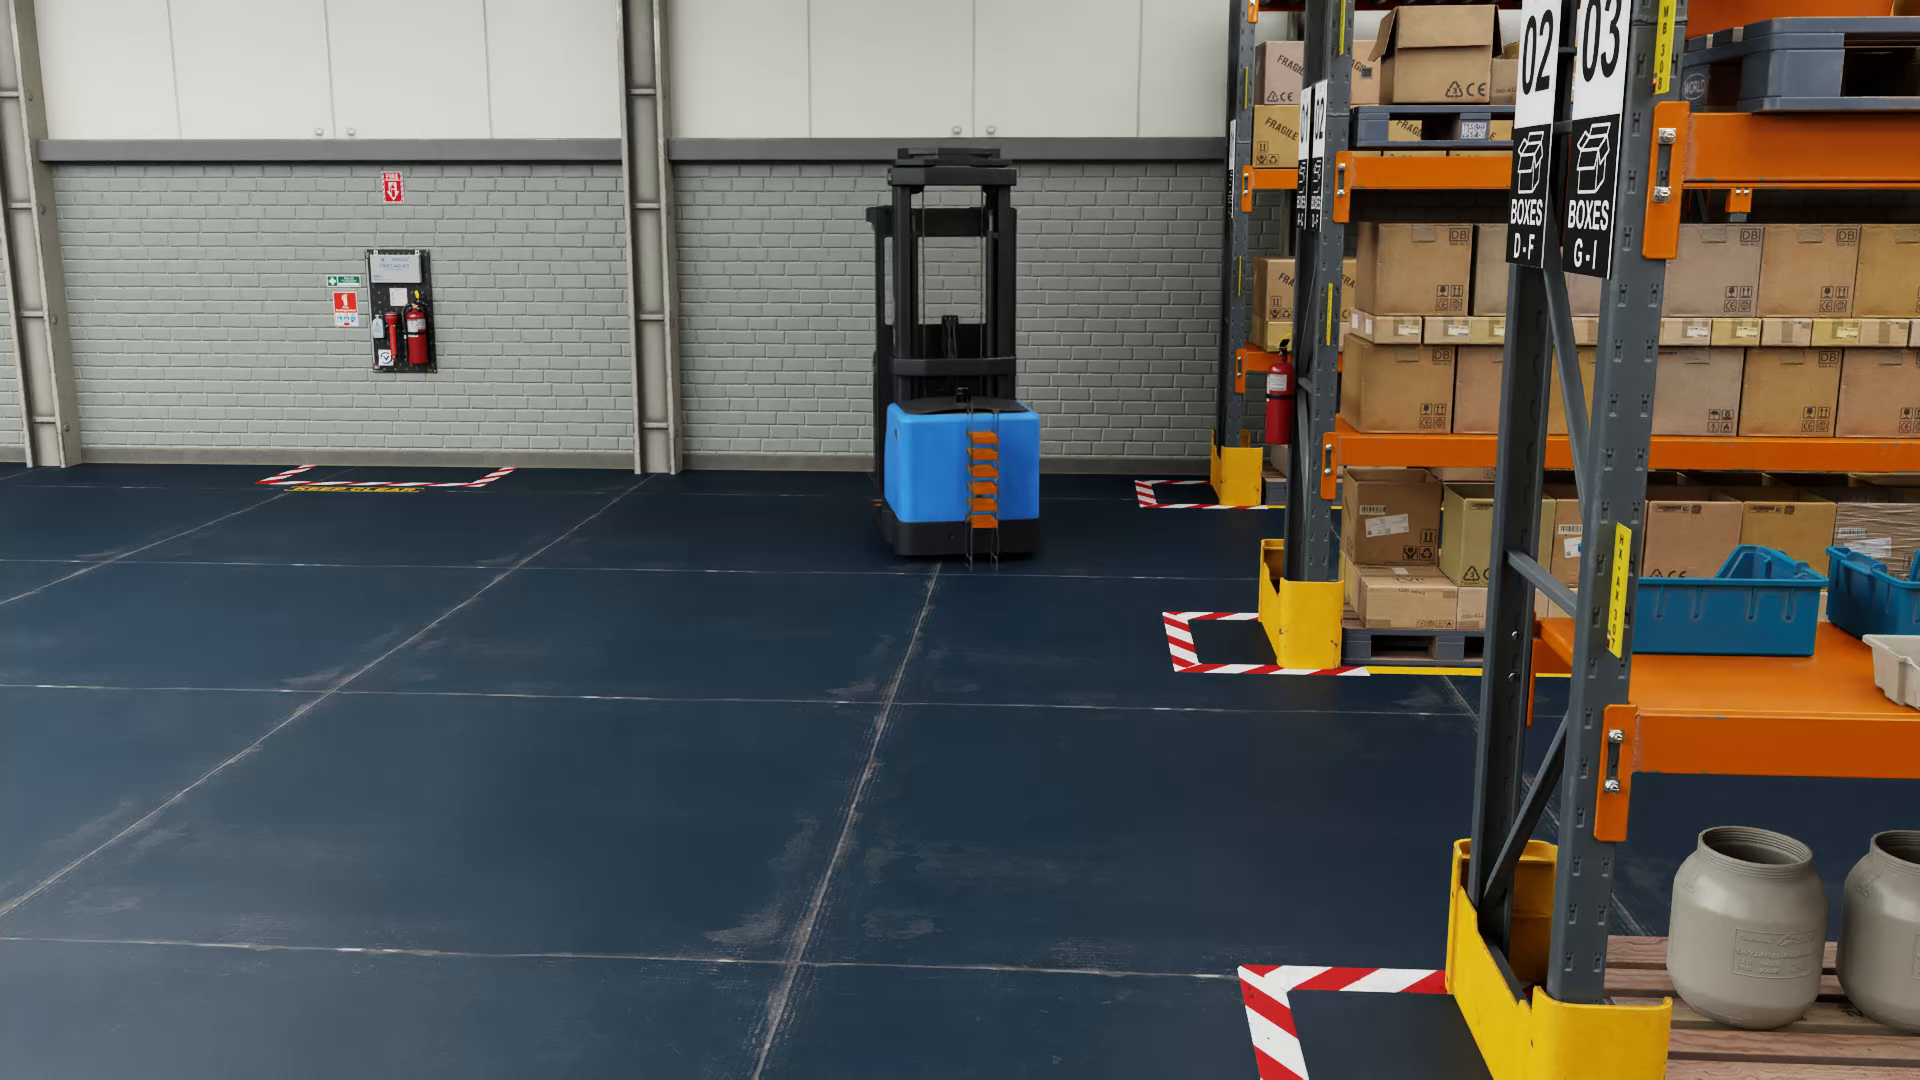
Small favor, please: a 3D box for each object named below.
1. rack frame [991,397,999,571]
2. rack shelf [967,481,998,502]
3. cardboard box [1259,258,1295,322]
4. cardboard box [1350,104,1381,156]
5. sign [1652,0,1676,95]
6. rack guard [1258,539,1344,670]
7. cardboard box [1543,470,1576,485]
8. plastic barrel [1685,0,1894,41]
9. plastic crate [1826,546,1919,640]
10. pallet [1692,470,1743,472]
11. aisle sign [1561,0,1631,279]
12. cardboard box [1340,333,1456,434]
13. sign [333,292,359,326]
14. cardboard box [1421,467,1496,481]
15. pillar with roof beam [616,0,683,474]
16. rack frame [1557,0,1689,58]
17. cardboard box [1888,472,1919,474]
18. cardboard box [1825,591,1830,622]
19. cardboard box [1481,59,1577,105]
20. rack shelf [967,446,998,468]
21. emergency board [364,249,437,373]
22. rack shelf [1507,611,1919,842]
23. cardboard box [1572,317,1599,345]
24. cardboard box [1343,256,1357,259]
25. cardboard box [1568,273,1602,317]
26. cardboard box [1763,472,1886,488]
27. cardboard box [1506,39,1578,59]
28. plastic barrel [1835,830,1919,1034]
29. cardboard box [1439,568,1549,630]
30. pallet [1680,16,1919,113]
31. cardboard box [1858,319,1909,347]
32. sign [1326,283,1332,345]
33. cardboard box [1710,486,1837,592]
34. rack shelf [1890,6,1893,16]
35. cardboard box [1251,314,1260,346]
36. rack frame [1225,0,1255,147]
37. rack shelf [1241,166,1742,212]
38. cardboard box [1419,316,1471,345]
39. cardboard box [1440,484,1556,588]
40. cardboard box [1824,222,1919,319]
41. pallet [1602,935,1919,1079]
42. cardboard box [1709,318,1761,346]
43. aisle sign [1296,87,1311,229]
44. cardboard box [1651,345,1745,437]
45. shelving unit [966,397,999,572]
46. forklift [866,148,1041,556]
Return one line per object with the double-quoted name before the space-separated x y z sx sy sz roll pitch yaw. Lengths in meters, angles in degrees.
"rack frame" 0.245 -0.393 11.698 0.006 1.200 0.240 -2 13 -9
"rack shelf" 0.155 -0.347 11.694 0.180 0.103 0.258 -2 13 -9
"cardboard box" 2.810 -2.111 14.018 0.500 0.500 0.500 1 12 4
"cardboard box" 3.204 -3.332 13.751 0.500 0.500 0.500 2 12 8
"sign" 1.650 -1.212 3.886 0.005 0.325 0.100 1 12 4
"rack guard" 2.002 0.360 9.826 0.348 0.500 1.175 1 12 4
"cardboard box" 3.580 -0.133 9.934 0.500 0.500 0.500 1 12 4
"plastic barrel" 2.185 -1.755 4.429 0.708 0.830 0.600 1 12 4
"plastic crate" 2.858 0.177 4.958 0.408 0.251 0.499 1 12 4
"pallet" 7.121 -0.445 14.381 1.213 0.211 1.003 1 12 4
"aisle sign" 1.600 -1.065 4.183 0.004 0.787 0.394 1 12 4
"cardboard box" 2.491 -0.903 9.515 0.500 0.500 0.700 1 12 4
"sign" -5.885 -2.212 15.930 0.234 0.329 0.001 1 12 4
"cardboard box" 4.335 -0.811 14.350 0.500 0.500 0.700 0 12 0
"pillar with roof beam" -3.165 -4.181 10.779 0.400 9.000 9.100 1 12 4
"rack frame" 1.691 -2.788 4.117 0.127 3.000 1.000 1 12 4
"cardboard box" 8.105 -0.794 14.266 0.500 0.500 0.700 1 12 4
"cardboard box" 5.042 0.361 9.404 0.500 0.250 0.500 1 12 4
"cardboard box" 3.193 -2.570 9.401 0.500 0.250 0.500 1 12 4
"rack shelf" 0.156 -0.580 11.639 0.180 0.103 0.258 -2 13 -9
"emergency board" -5.340 -2.166 15.797 0.643 1.169 0.194 1 12 4
"rack shelf" 3.687 0.528 4.674 4.000 0.370 1.077 1 12 4
"cardboard box" 3.433 -1.166 9.190 0.250 0.149 0.380 0 12 2
"cardboard box" 3.340 -2.207 14.477 0.500 0.500 0.500 1 12 5
"cardboard box" 3.572 -1.525 9.317 0.500 0.500 0.700 1 12 4
"cardboard box" 5.076 -0.111 9.829 0.500 0.500 0.500 1 12 4
"cardboard box" 4.757 -3.799 13.540 0.500 0.500 0.500 0 12 2
"plastic barrel" 2.853 1.161 4.941 0.421 0.512 0.421 0 12 0
"cardboard box" 3.045 0.336 9.525 0.500 0.250 0.500 1 12 4
"pallet" 2.510 -1.196 4.293 1.213 0.211 1.003 1 12 4
"cardboard box" 4.961 -1.145 9.087 0.250 0.149 0.380 1 12 4
"sign" 1.983 -1.212 8.930 0.005 0.325 0.100 1 12 4
"cardboard box" 4.543 -0.012 9.358 0.500 0.500 0.500 1 12 4
"rack shelf" 8.340 -4.182 13.514 4.000 0.370 1.077 1 12 4
"cardboard box" 2.833 -1.845 14.578 0.500 0.250 0.500 1 12 5
"rack frame" 2.353 -4.812 13.792 0.127 3.000 1.000 1 12 4
"rack shelf" 4.349 -2.964 14.042 4.000 0.370 1.077 1 12 4
"cardboard box" 2.667 -1.177 9.241 0.250 0.149 0.380 0 12 2
"cardboard box" 3.045 -0.031 9.447 0.500 0.500 0.500 1 12 4
"cardboard box" 5.070 -1.504 9.218 0.500 0.500 0.700 1 12 4
"pallet" 2.581 1.517 4.999 1.213 0.211 1.003 1 12 4
"cardboard box" 4.200 -1.155 9.137 0.250 0.149 0.380 1 12 6
"aisle sign" 1.980 -2.196 9.593 0.004 0.787 0.394 1 12 4
"cardboard box" 4.036 -0.882 9.416 0.500 0.500 0.700 1 12 5
"shelving unit" 0.155 -0.390 11.684 0.189 1.200 0.258 -2 13 -9
"forklift" -0.149 -1.571 13.121 1.130 2.935 3.031 -2 12 -9
